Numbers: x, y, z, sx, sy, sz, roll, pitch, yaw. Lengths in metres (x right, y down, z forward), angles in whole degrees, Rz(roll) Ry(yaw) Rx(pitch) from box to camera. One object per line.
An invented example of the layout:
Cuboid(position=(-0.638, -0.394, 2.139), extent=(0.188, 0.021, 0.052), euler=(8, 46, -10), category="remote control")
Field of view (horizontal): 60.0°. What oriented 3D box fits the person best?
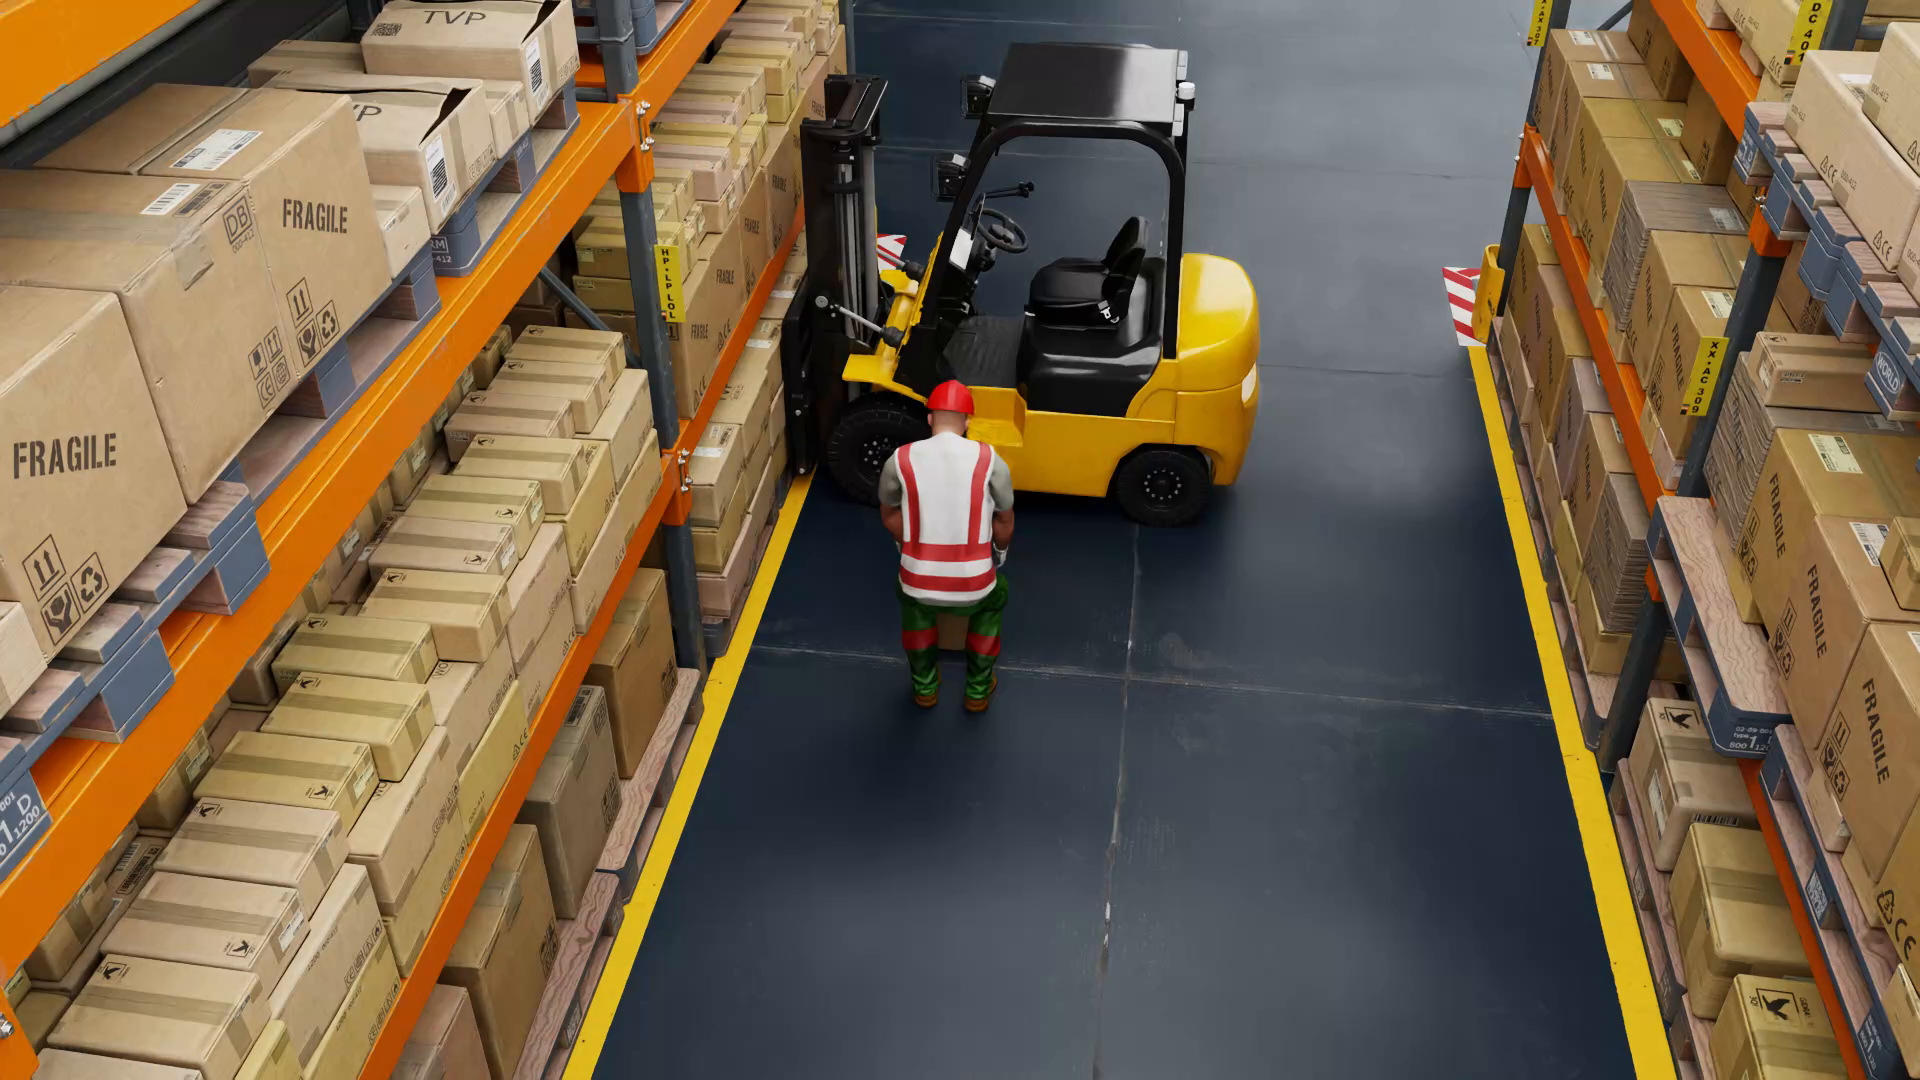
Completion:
Cuboid(position=(-0.067, 0.073, 7.192), extent=(0.582, 1.471, 0.731), euler=(4, 36, 6), category="person")
